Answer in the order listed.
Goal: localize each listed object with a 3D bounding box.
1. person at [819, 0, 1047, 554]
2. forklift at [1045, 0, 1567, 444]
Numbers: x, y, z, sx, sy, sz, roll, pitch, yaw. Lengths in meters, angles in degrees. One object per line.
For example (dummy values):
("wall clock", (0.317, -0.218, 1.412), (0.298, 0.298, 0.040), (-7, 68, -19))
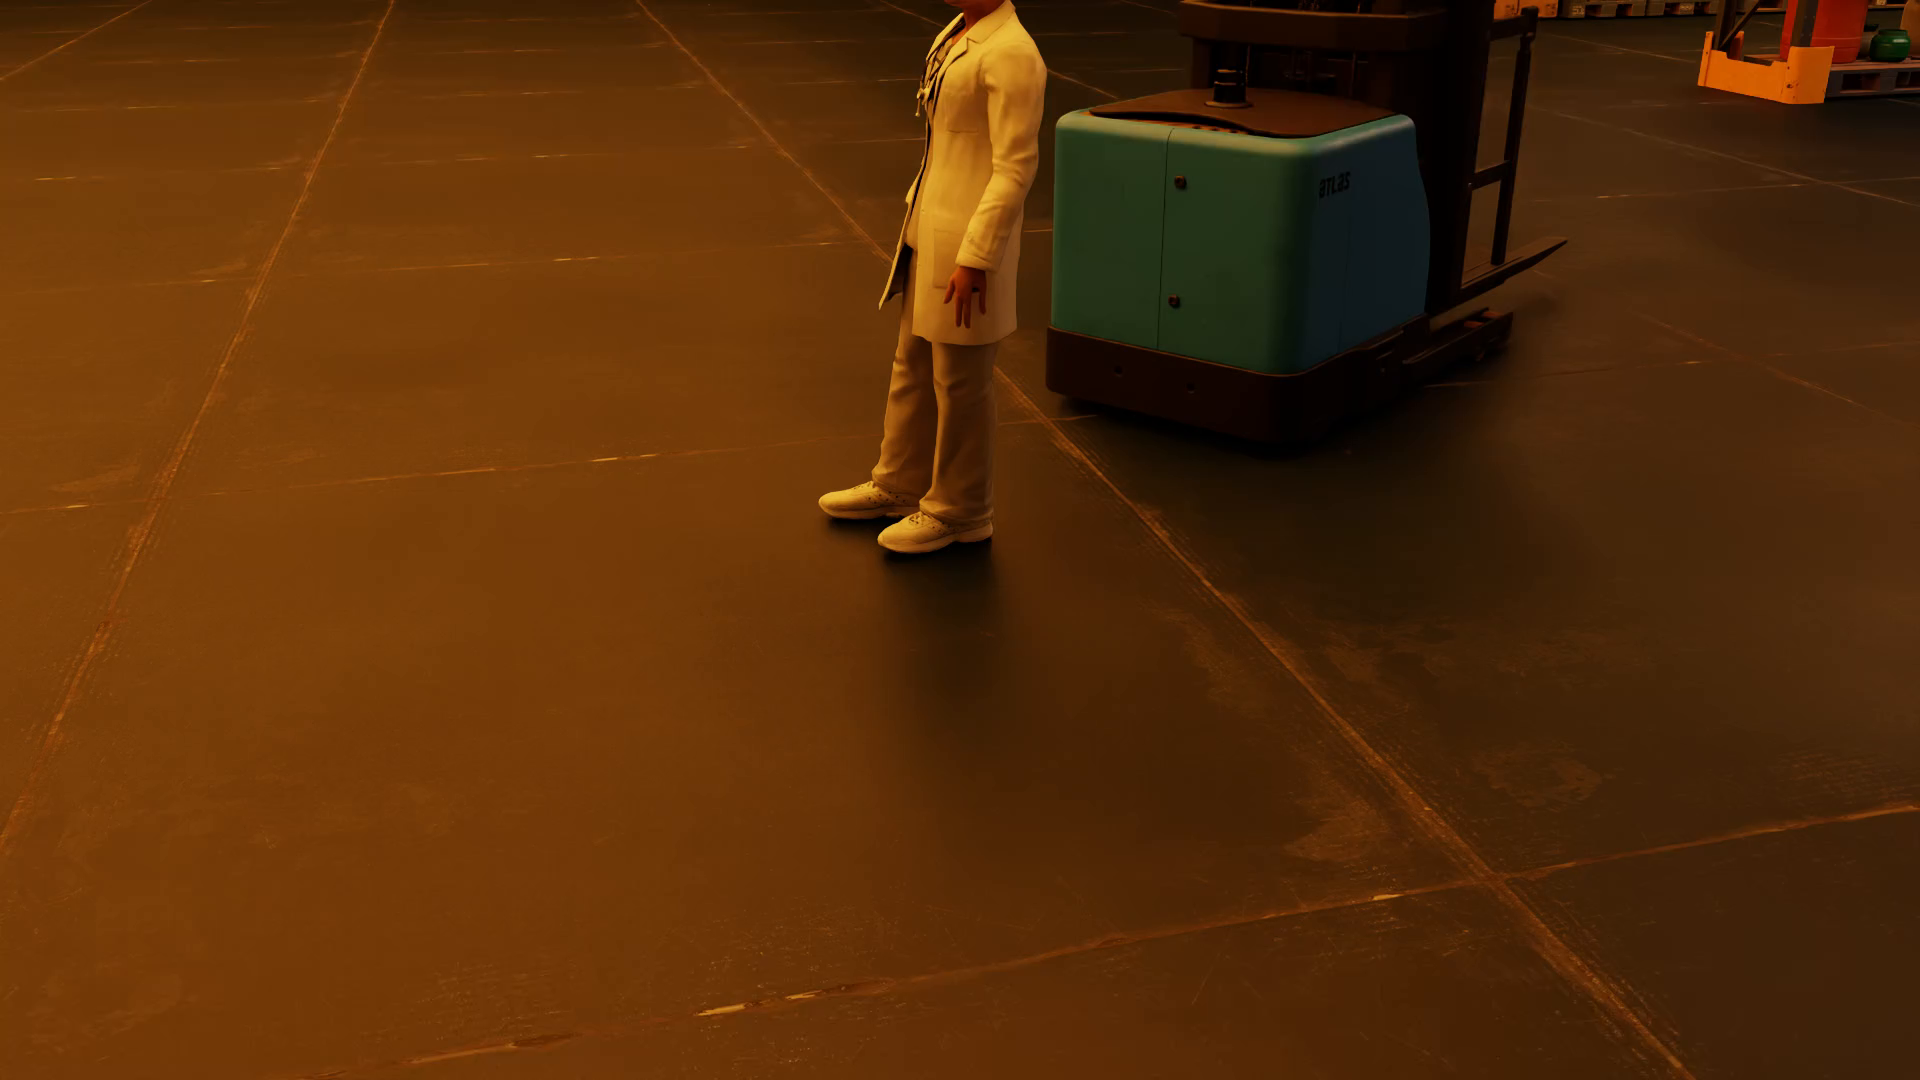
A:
("person", (-0.089, -0.817, 4.684), (0.580, 1.776, 0.698), (-6, 24, -14))
("forklift", (1.638, -2.182, 6.436), (1.130, 2.935, 3.031), (18, 29, 35))
